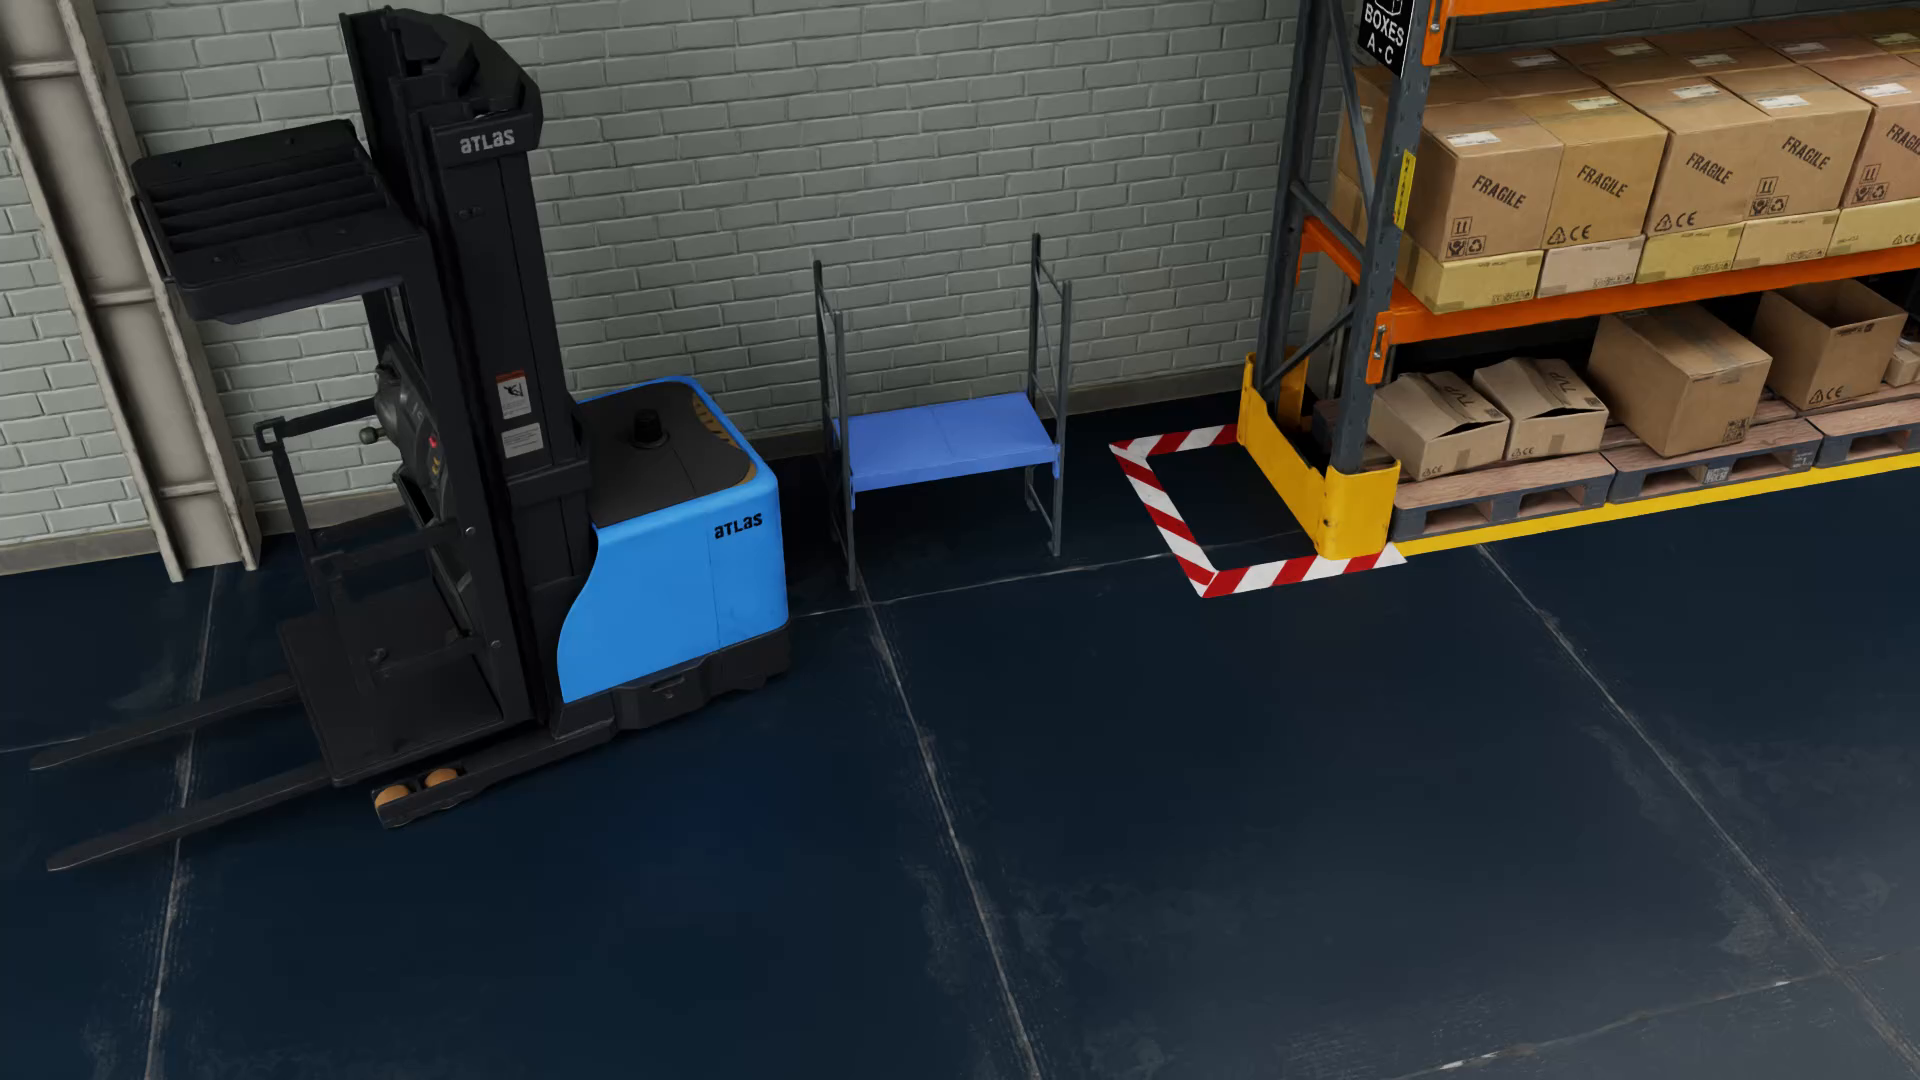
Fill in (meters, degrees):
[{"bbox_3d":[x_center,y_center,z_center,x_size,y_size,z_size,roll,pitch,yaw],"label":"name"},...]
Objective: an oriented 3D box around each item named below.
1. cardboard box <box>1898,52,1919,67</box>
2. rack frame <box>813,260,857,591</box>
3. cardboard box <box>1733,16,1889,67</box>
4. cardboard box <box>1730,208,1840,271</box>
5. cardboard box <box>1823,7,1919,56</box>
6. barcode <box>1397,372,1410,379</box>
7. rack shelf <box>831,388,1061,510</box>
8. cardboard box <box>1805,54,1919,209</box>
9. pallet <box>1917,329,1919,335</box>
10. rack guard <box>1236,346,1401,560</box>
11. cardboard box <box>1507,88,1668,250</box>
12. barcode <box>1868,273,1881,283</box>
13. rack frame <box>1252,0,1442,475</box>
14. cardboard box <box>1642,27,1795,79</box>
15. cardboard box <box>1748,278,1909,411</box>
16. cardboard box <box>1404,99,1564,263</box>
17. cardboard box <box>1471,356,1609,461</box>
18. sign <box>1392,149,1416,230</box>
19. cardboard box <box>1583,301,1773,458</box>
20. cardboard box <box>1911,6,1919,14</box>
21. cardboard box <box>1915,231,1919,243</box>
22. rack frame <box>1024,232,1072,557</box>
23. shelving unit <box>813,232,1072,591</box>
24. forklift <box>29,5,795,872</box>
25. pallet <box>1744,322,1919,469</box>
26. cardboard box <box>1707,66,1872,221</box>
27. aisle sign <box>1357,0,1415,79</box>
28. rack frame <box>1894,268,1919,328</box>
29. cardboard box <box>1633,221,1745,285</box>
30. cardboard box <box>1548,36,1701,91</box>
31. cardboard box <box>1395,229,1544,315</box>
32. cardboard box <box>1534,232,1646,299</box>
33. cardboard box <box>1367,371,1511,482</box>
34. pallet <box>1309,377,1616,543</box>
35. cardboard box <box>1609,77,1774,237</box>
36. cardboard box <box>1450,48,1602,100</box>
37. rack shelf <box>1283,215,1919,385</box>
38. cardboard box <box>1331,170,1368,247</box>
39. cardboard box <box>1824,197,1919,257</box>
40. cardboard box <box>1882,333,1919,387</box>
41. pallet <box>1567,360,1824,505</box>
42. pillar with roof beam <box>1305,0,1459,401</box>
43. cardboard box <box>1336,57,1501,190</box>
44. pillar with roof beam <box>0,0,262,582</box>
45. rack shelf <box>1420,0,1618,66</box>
[{"bbox_3d":[4.722,-1.982,7.841,0.500,0.500,0.500,-10,38,-12],"label":"cardboard box"},{"bbox_3d":[-0.573,-0.502,7.651,0.032,1.500,0.500,-9,38,-12],"label":"rack frame"},{"bbox_3d":[4.087,-2.213,8.144,0.500,0.500,0.500,-8,38,-11],"label":"cardboard box"},{"bbox_3d":[3.750,-1.527,7.864,0.500,0.250,0.500,-9,38,-12],"label":"cardboard box"},{"bbox_3d":[4.569,-2.289,8.243,0.500,0.500,0.500,-10,38,-12],"label":"cardboard box"},{"bbox_3d":[2.321,-0.846,8.709,0.075,0.075,0.001,-9,38,-12],"label":"barcode"},{"bbox_3d":[-0.082,-0.439,7.865,1.000,0.185,0.538,-9,38,-12],"label":"rack shelf"},{"bbox_3d":[4.233,-1.909,7.745,0.500,0.500,0.500,-10,39,-13],"label":"cardboard box"},{"bbox_3d":[6.329,-1.091,9.482,1.213,0.211,1.003,-9,38,-12],"label":"pallet"},{"bbox_3d":[1.790,-0.460,8.419,0.348,0.500,1.175,-9,38,-12],"label":"rack guard"},{"bbox_3d":[2.735,-1.659,7.419,0.500,0.500,0.500,-9,38,-12],"label":"cardboard box"},{"bbox_3d":[4.994,-1.439,9.073,0.075,0.075,0.001,-9,38,-12],"label":"barcode"},{"bbox_3d":[1.716,-1.441,7.644,0.127,3.000,1.000,-9,38,-12],"label":"rack frame"},{"bbox_3d":[3.589,-2.125,8.028,0.500,0.500,0.500,-9,38,-11],"label":"cardboard box"},{"bbox_3d":[4.586,-1.069,8.853,0.500,0.500,0.500,-12,39,-15],"label":"cardboard box"},{"bbox_3d":[2.256,-1.586,7.324,0.500,0.500,0.500,-9,38,-12],"label":"cardboard box"},{"bbox_3d":[2.958,-0.695,8.520,0.500,0.311,0.500,-6,38,-8],"label":"cardboard box"},{"bbox_3d":[1.858,-1.466,6.965,0.005,0.325,0.100,-9,38,-12],"label":"sign"},{"bbox_3d":[3.679,-0.857,8.576,0.500,0.500,0.700,-12,39,-15],"label":"cardboard box"},{"bbox_3d":[5.070,-2.369,8.347,0.500,0.500,0.500,-10,39,-13],"label":"cardboard box"},{"bbox_3d":[4.717,-1.696,8.085,0.500,0.250,0.500,-9,38,-12],"label":"cardboard box"},{"bbox_3d":[0.408,-0.663,7.861,0.032,1.500,0.500,-9,38,-12],"label":"rack frame"},{"bbox_3d":[-0.082,-0.582,7.756,1.048,1.500,0.538,-9,38,-12],"label":"shelving unit"},{"bbox_3d":[-2.272,-0.376,6.309,3.031,2.935,1.130,-19,41,-23],"label":"forklift"},{"bbox_3d":[4.939,-0.840,9.153,1.213,0.211,1.003,-9,38,-12],"label":"pallet"},{"bbox_3d":[3.731,-1.826,7.637,0.500,0.500,0.500,-8,38,-11],"label":"cardboard box"},{"bbox_3d":[1.725,-2.286,6.609,0.004,0.787,0.394,-9,38,-12],"label":"aisle sign"},{"bbox_3d":[5.578,-2.074,8.472,0.127,3.000,1.000,-9,38,-12],"label":"rack frame"},{"bbox_3d":[3.261,-1.448,7.761,0.500,0.250,0.500,-10,39,-13],"label":"cardboard box"},{"bbox_3d":[3.103,-2.045,7.923,0.500,0.500,0.500,-10,39,-13],"label":"cardboard box"},{"bbox_3d":[2.270,-1.280,7.541,0.500,0.250,0.500,-10,39,-13],"label":"cardboard box"},{"bbox_3d":[2.768,-1.371,7.660,0.500,0.250,0.500,-10,39,-13],"label":"cardboard box"},{"bbox_3d":[2.408,-0.604,8.402,0.500,0.311,0.500,-14,39,-17],"label":"cardboard box"},{"bbox_3d":[2.583,-0.453,8.648,1.213,0.211,1.003,-9,38,-12],"label":"pallet"},{"bbox_3d":[3.236,-1.737,7.521,0.500,0.500,0.500,-11,39,-13],"label":"cardboard box"},{"bbox_3d":[2.605,-1.960,7.813,0.500,0.500,0.500,-9,38,-11],"label":"cardboard box"},{"bbox_3d":[3.647,-1.472,8.277,4.000,0.370,1.077,-9,38,-12],"label":"rack shelf"},{"bbox_3d":[2.117,-1.577,7.929,0.500,0.250,0.500,-9,38,-11],"label":"cardboard box"},{"bbox_3d":[4.235,-1.607,7.969,0.500,0.250,0.500,-10,38,-12],"label":"cardboard box"},{"bbox_3d":[5.069,-1.022,9.066,0.250,0.166,0.380,-14,40,-18],"label":"cardboard box"},{"bbox_3d":[3.759,-0.644,8.898,1.213,0.211,1.003,-9,38,-12],"label":"pallet"},{"bbox_3d":[3.289,-1.917,3.329,0.400,9.000,9.100,-9,38,-12],"label":"pillar with roof beam"},{"bbox_3d":[2.116,-1.886,7.716,0.500,0.500,0.500,-10,38,-12],"label":"cardboard box"},{"bbox_3d":[-2.503,-0.966,2.086,0.400,9.000,9.100,-9,38,-12],"label":"pillar with roof beam"},{"bbox_3d":[3.647,-2.663,7.365,4.000,0.370,1.077,-9,38,-12],"label":"rack shelf"}]
